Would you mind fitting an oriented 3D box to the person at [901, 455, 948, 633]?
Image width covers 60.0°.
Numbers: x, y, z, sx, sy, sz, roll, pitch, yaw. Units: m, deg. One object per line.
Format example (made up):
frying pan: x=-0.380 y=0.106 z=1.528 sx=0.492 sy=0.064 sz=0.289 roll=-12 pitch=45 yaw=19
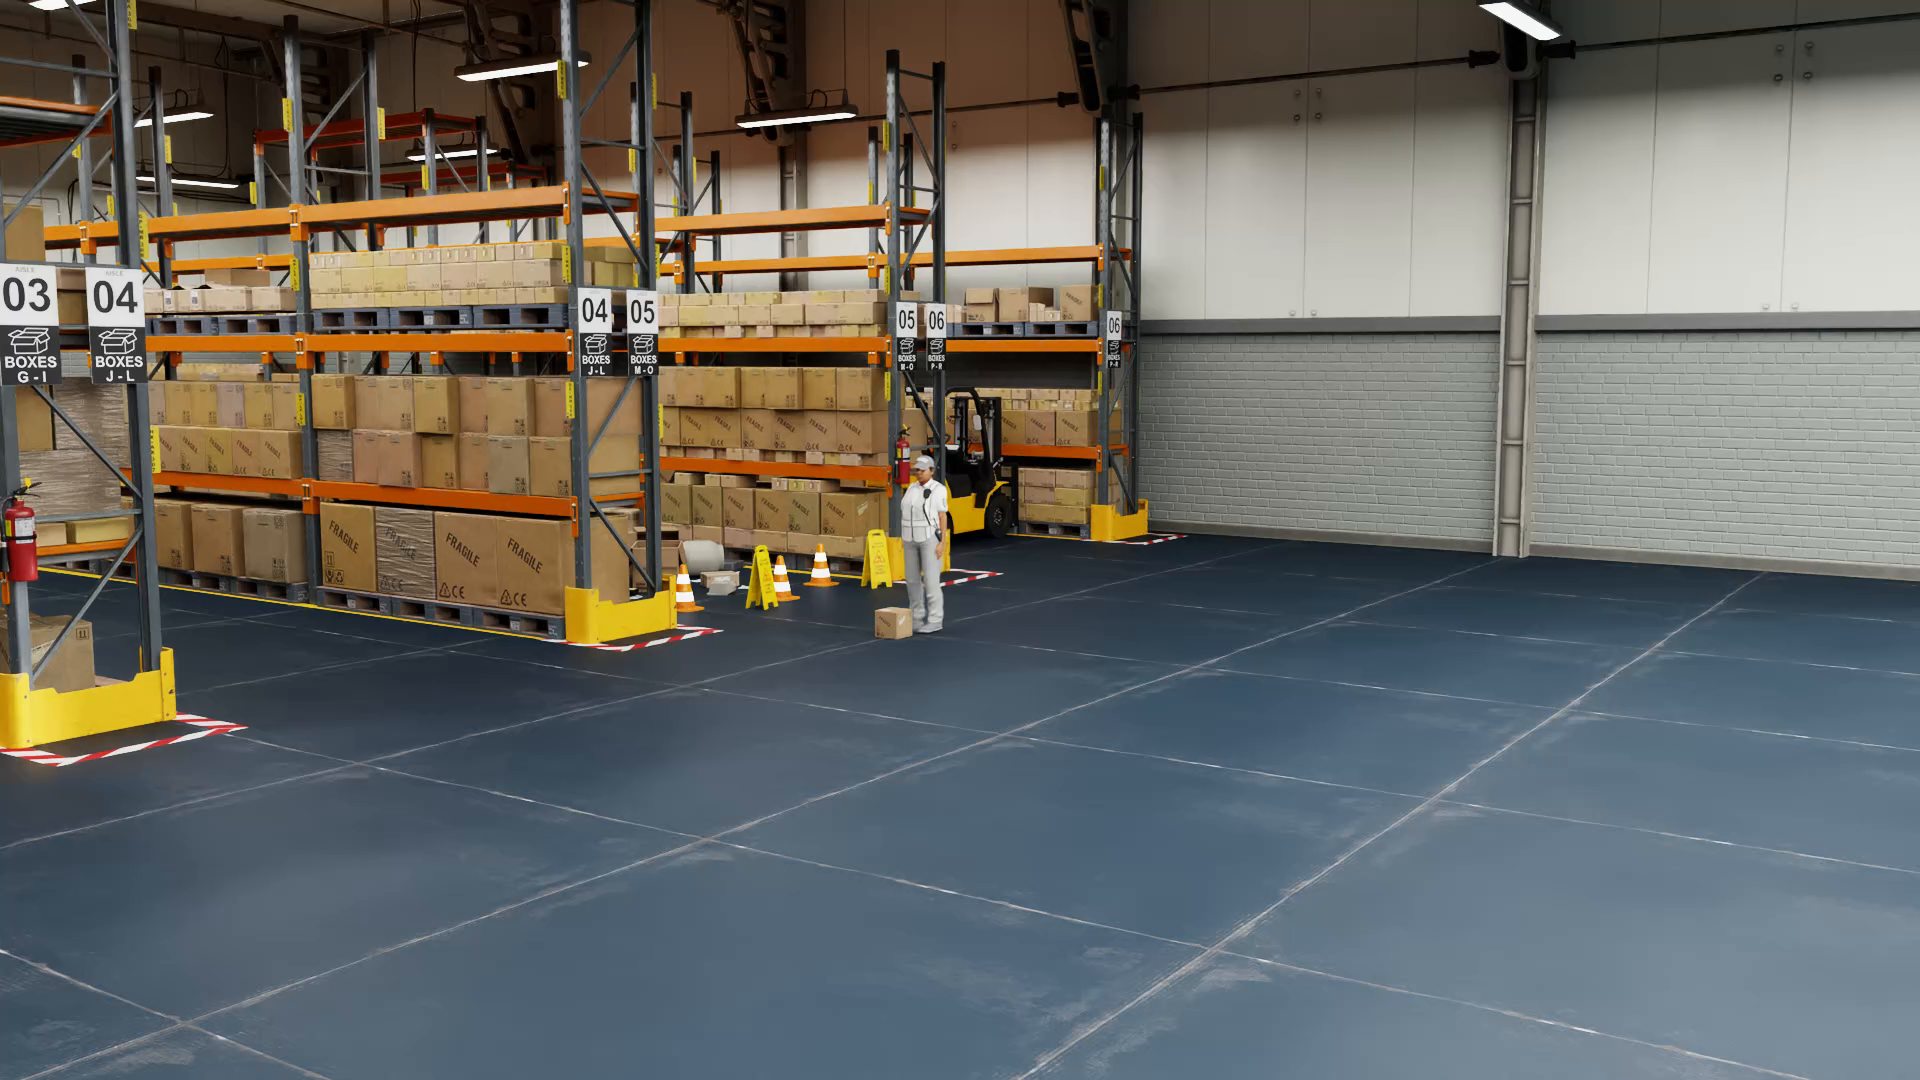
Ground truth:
person: x=-0.346 y=0.044 z=15.739 sx=0.474 sy=1.688 sz=0.413 roll=5 pitch=8 yaw=35
